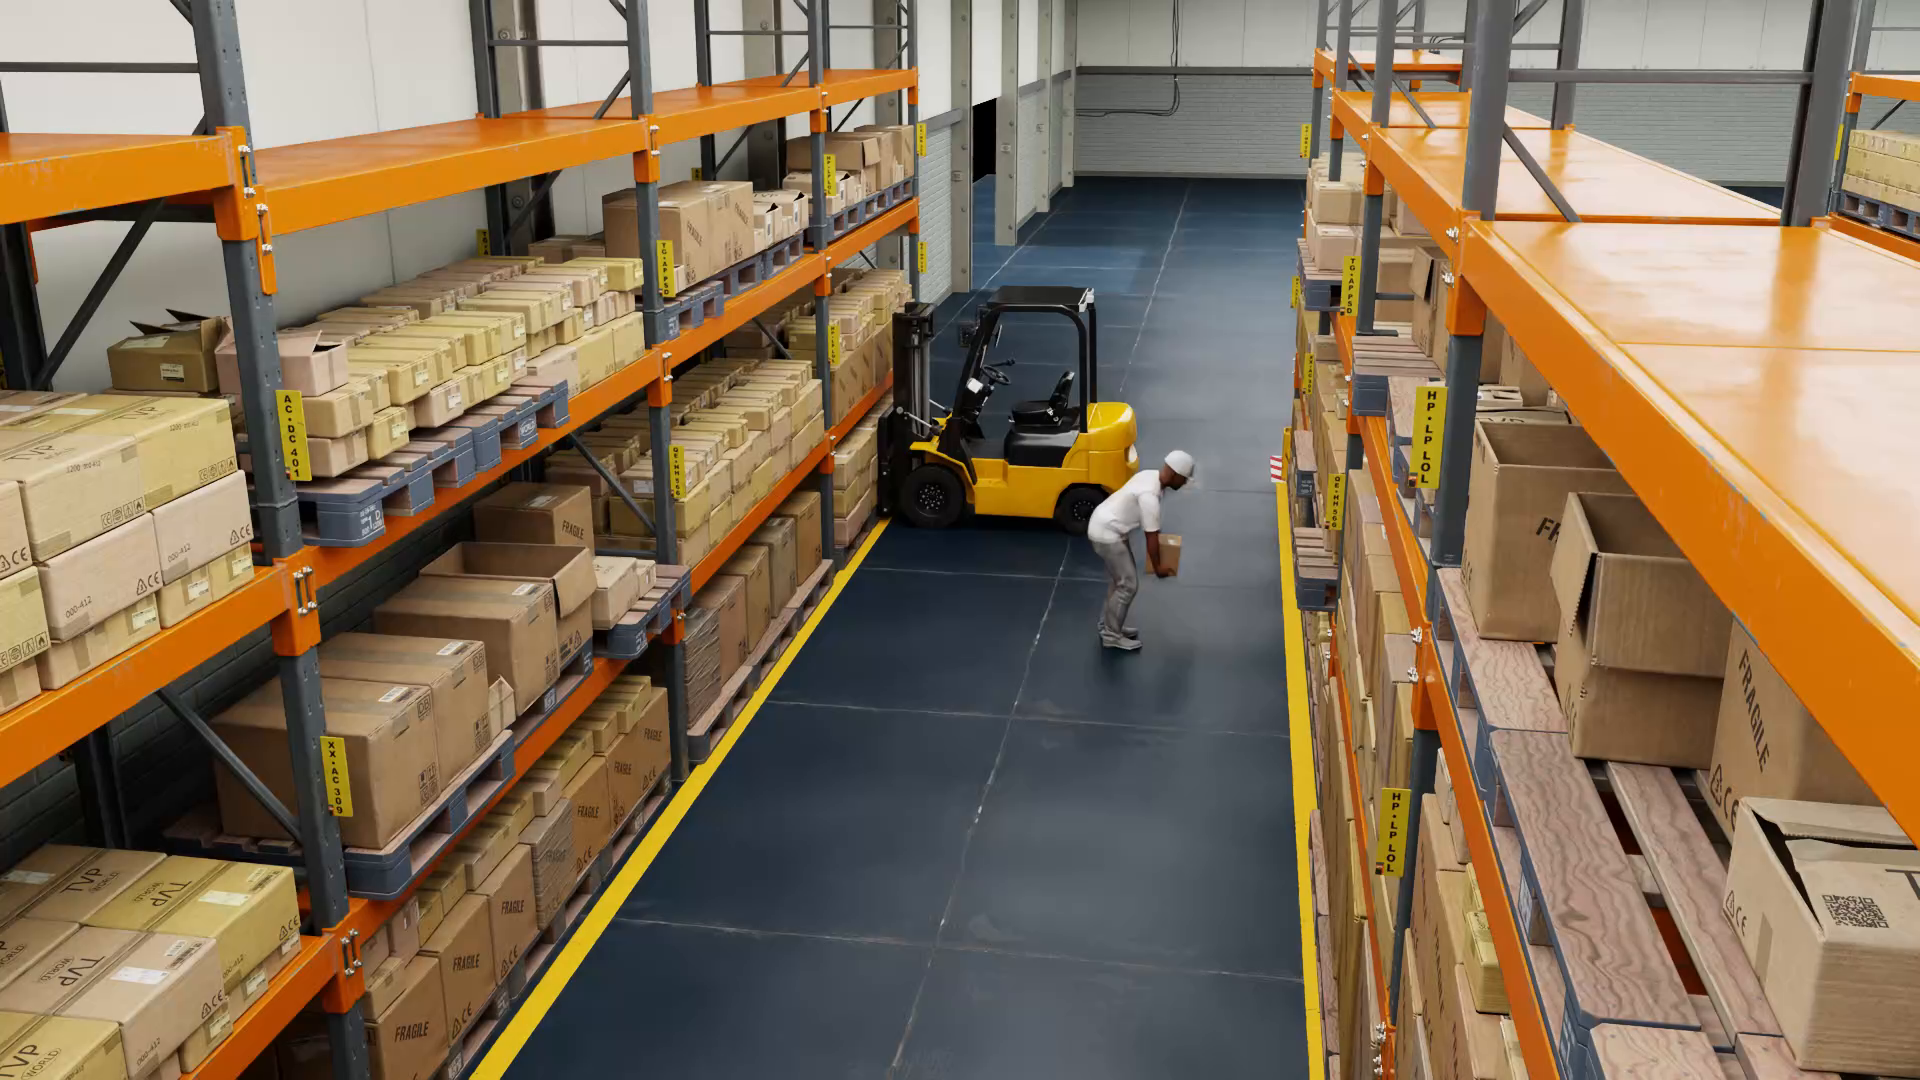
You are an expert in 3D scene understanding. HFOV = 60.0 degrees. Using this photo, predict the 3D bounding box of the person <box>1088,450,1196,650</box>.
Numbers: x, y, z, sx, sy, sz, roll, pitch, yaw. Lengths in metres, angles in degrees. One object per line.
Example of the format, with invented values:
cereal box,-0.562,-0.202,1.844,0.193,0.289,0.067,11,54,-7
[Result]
person,1.373,0.057,12.697,0.802,1.543,0.488,2,18,7
